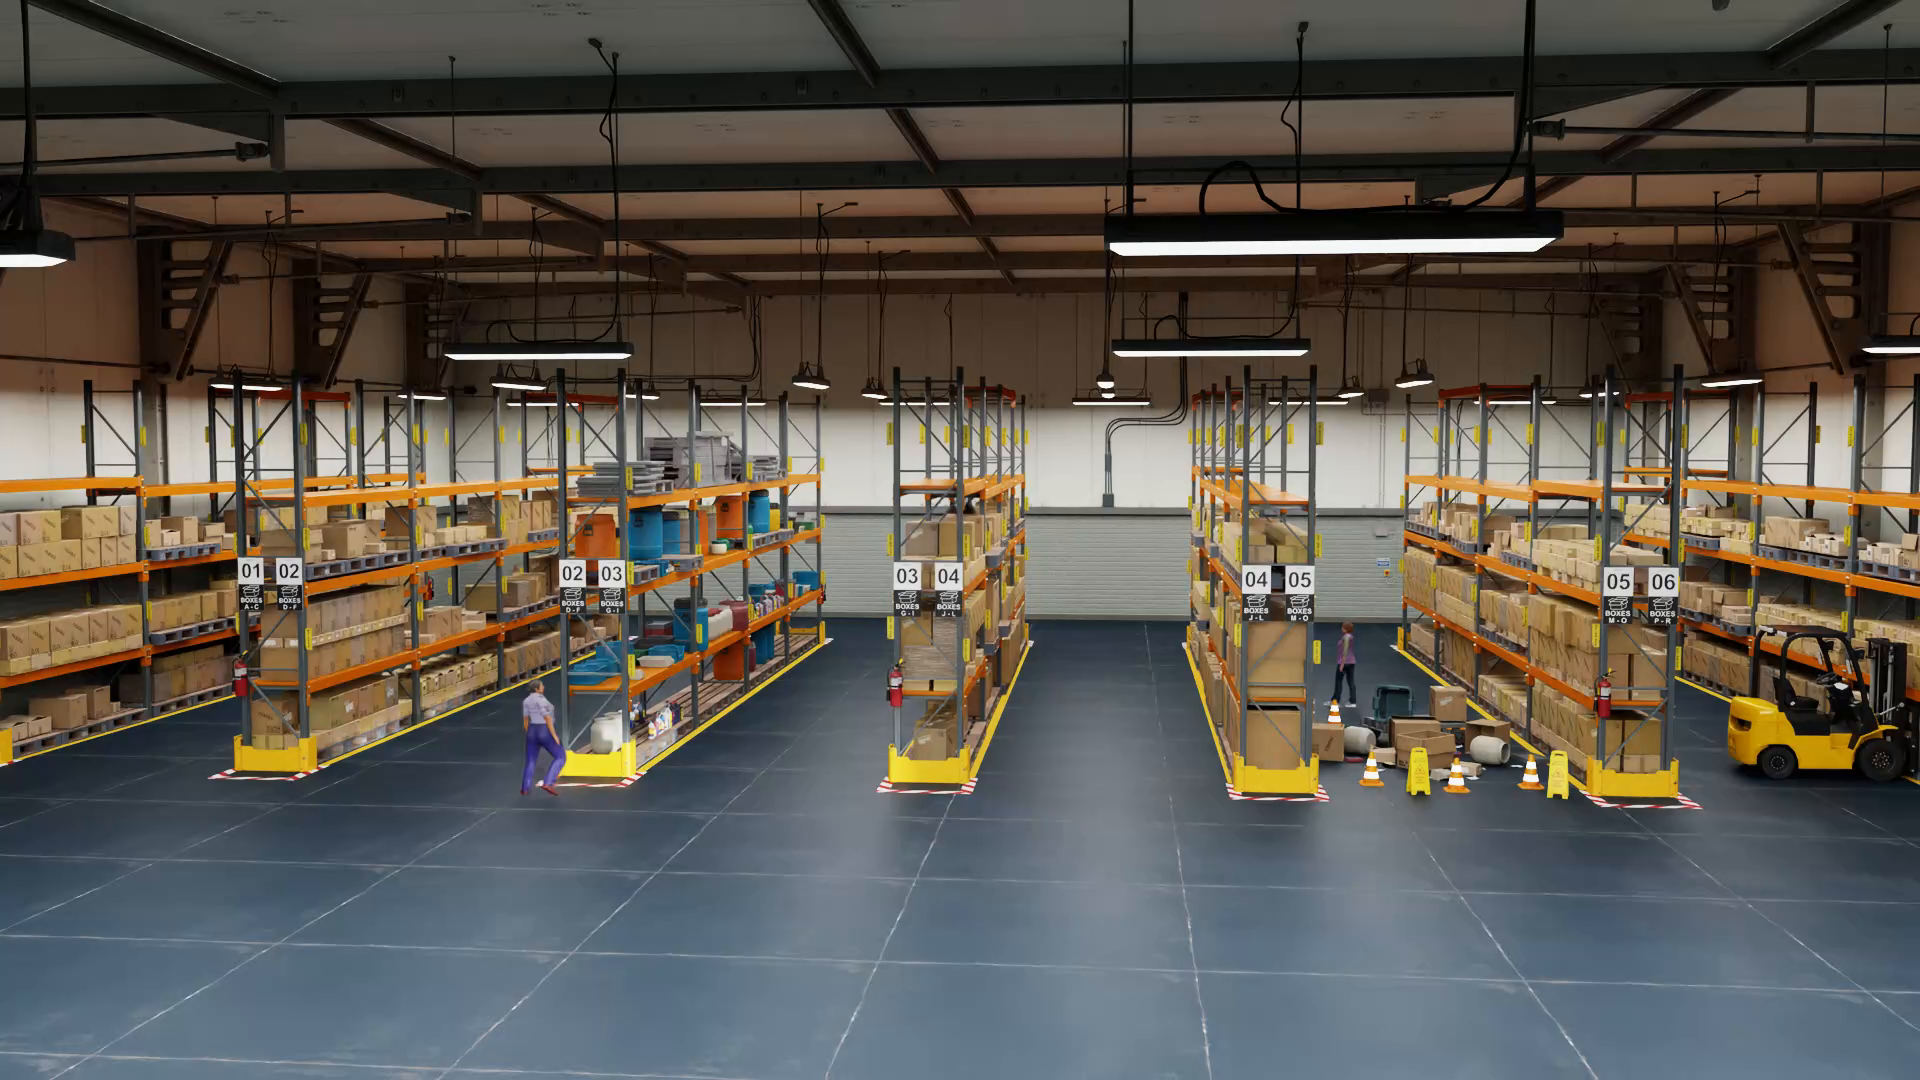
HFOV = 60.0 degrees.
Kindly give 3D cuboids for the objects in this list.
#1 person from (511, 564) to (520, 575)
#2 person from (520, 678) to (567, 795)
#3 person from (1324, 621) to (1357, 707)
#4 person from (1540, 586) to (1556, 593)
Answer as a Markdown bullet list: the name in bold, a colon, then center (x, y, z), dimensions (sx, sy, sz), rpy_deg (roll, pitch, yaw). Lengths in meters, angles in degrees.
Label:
- **person**: center (-11.768, 1.448, 43.996), dimensions (0.587, 1.627, 0.479), rpy_deg (3, 4, 35)
- **person**: center (-5.839, 2.735, 23.120), dimensions (0.701, 1.644, 0.379), rpy_deg (2, 4, 24)
- **person**: center (7.117, 2.293, 30.817), dimensions (0.450, 1.583, 0.590), rpy_deg (-3, 5, -39)
- **person**: center (14.340, 1.625, 40.474), dimensions (0.888, 1.679, 0.592), rpy_deg (0, 4, 1)
